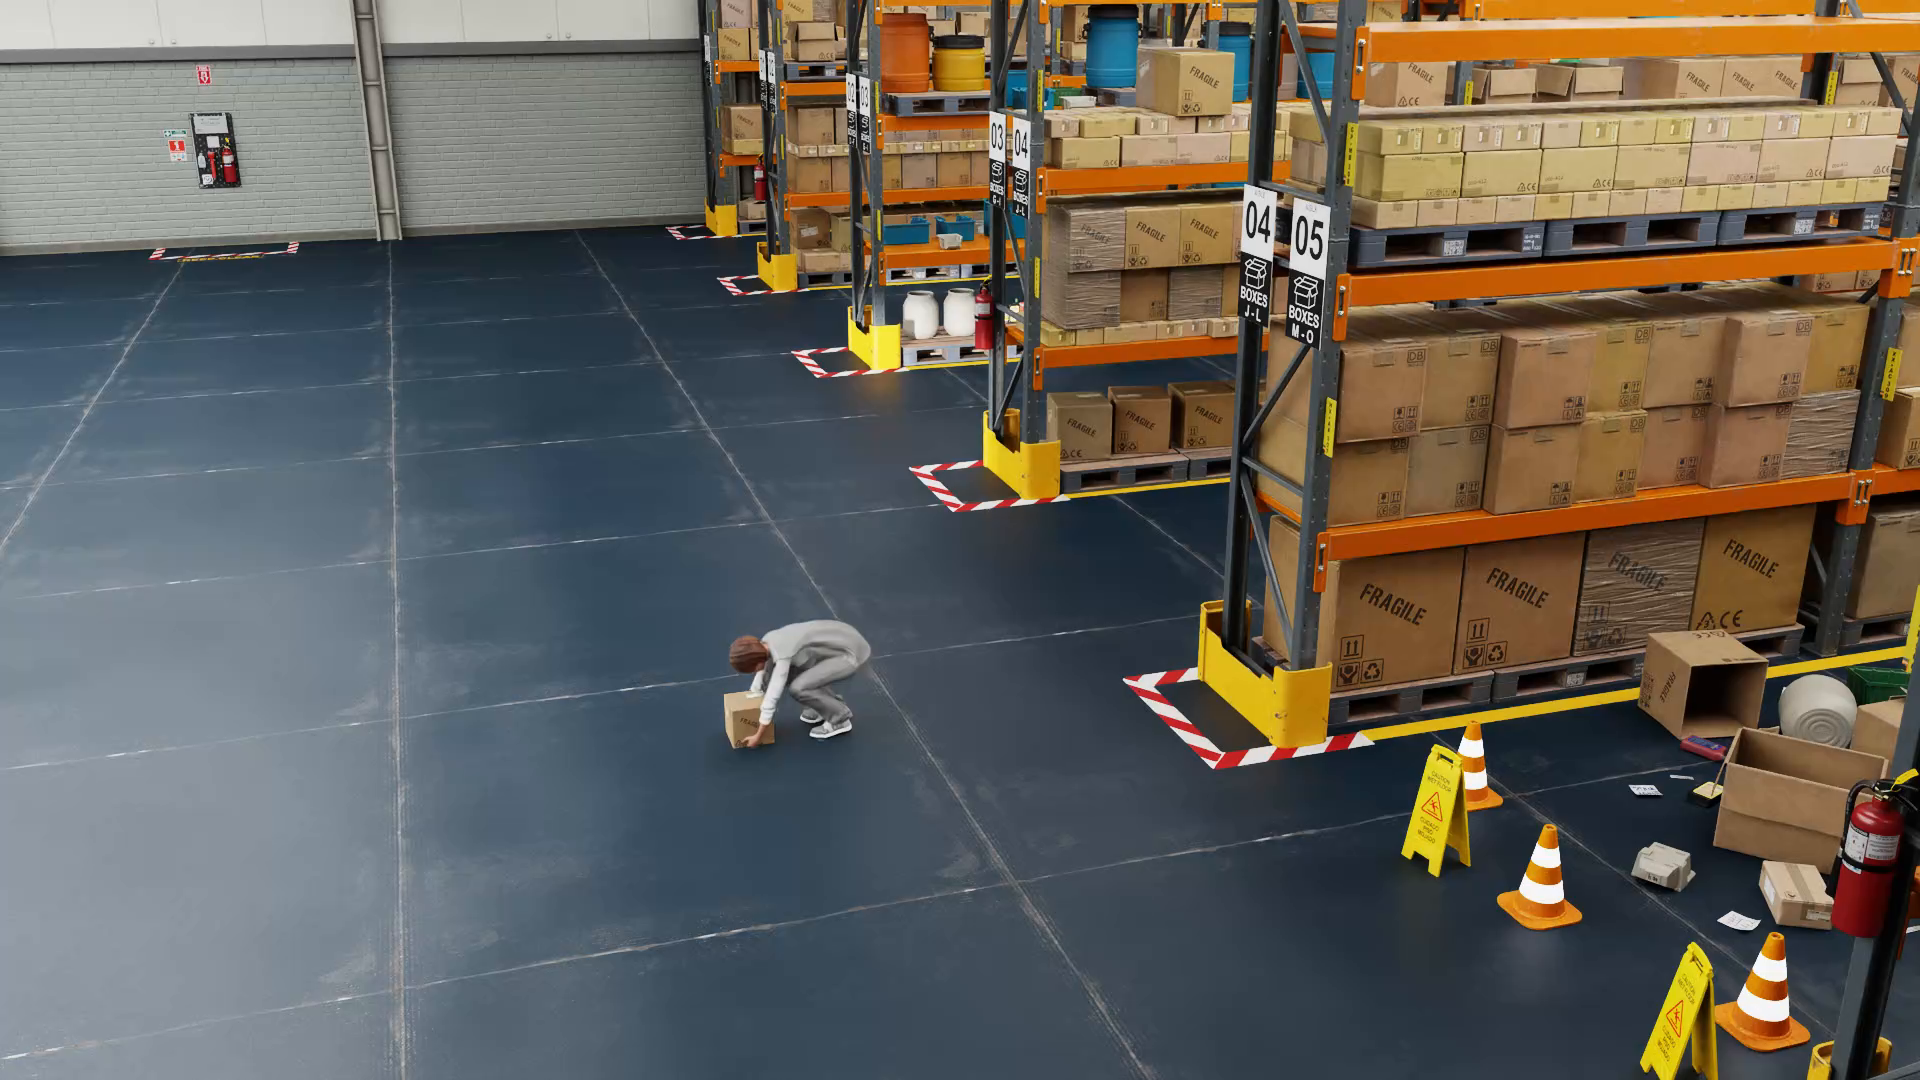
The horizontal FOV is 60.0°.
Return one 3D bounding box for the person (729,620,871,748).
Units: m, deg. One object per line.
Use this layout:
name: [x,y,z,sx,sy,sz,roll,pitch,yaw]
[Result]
person: [-0.964,0.854,10.074,0.869,0.714,0.420,-7,21,-19]
